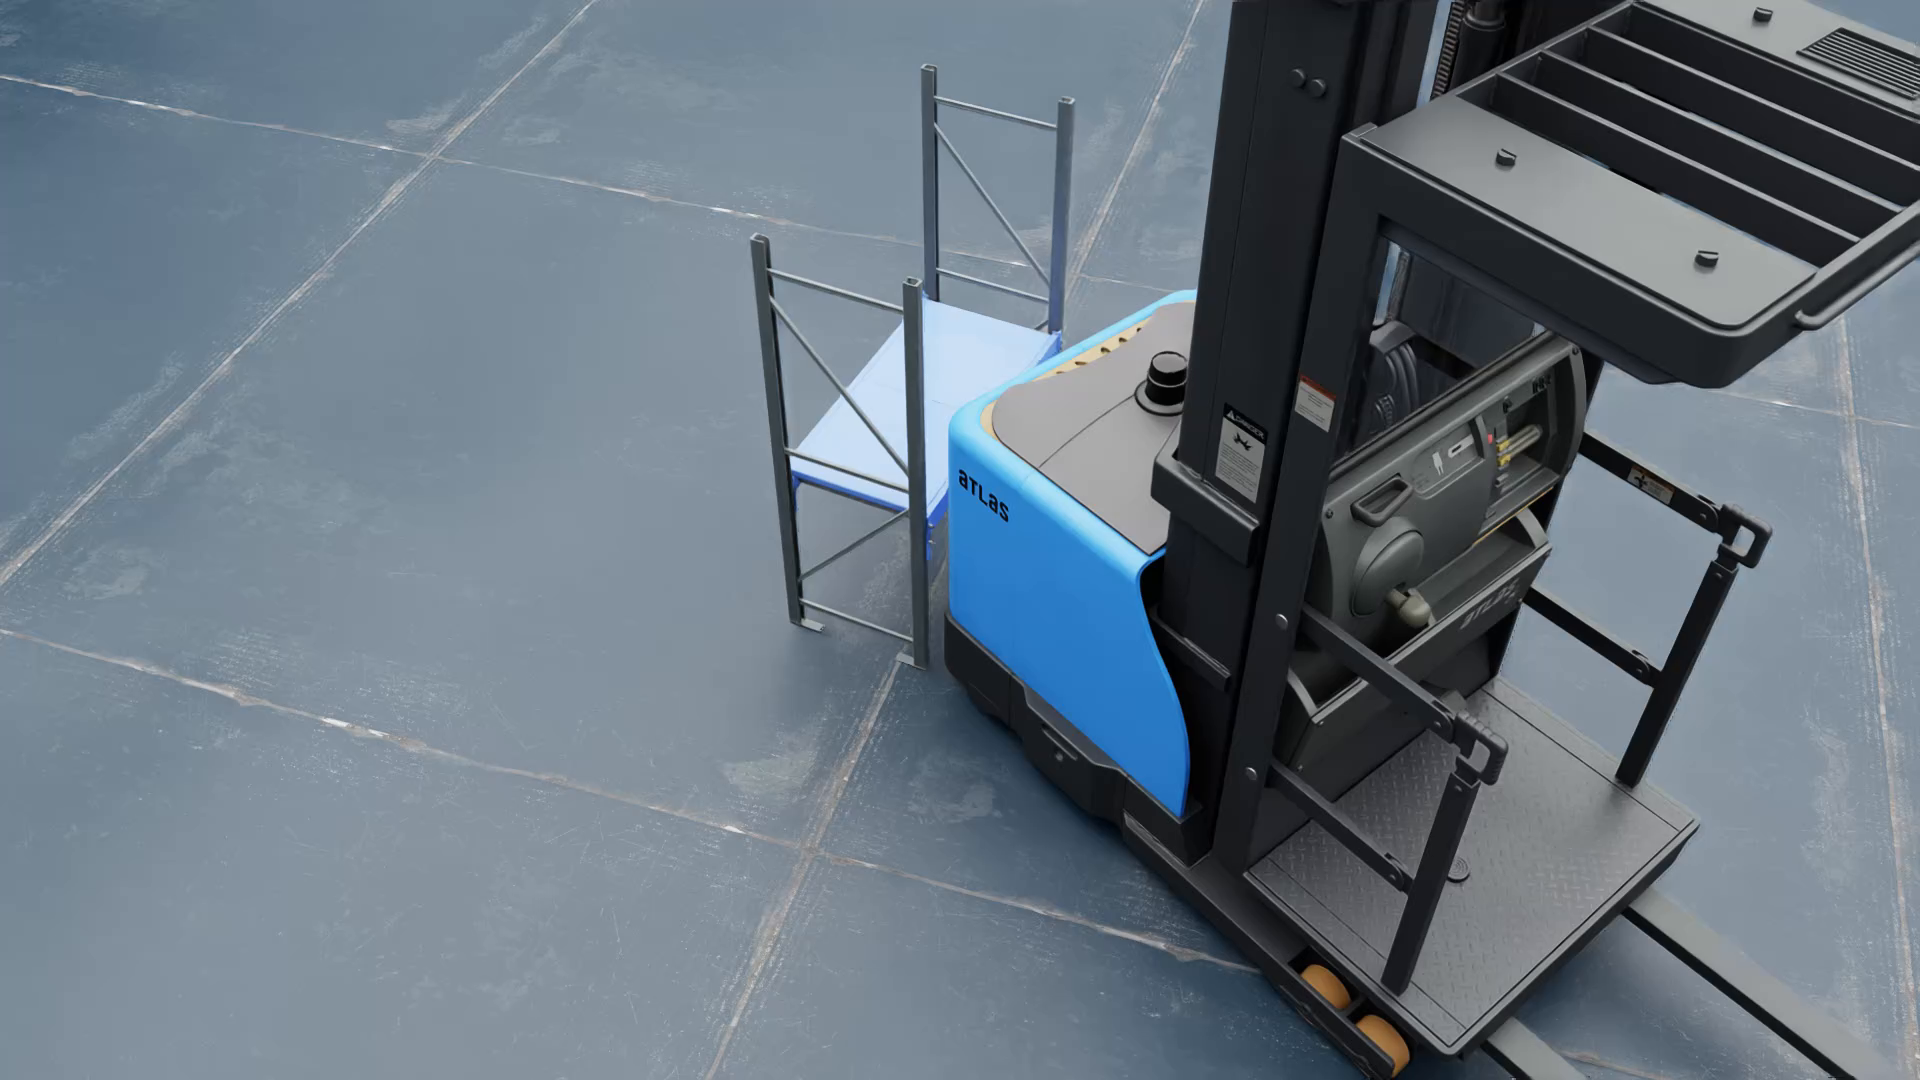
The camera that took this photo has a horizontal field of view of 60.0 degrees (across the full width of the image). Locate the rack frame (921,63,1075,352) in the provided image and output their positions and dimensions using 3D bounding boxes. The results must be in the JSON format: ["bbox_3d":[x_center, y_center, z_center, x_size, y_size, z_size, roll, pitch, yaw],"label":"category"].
[{"bbox_3d":[0.111,-0.841,5.537,0.500,1.500,0.032,19,47,18],"label":"rack frame"}]

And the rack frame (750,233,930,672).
[{"bbox_3d":[-0.329,-0.200,4.882,0.500,1.500,0.032,19,47,18],"label":"rack frame"}]

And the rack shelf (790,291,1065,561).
[{"bbox_3d":[-0.109,-0.392,5.335,0.538,0.185,1.000,19,47,18],"label":"rack shelf"}]

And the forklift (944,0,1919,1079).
[{"bbox_3d":[1.281,-0.052,3.708,1.130,2.935,3.031,-30,52,-27],"label":"forklift"}]

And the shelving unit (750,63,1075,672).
[{"bbox_3d":[-0.109,-0.520,5.209,0.538,1.500,1.048,19,47,18],"label":"shelving unit"}]
